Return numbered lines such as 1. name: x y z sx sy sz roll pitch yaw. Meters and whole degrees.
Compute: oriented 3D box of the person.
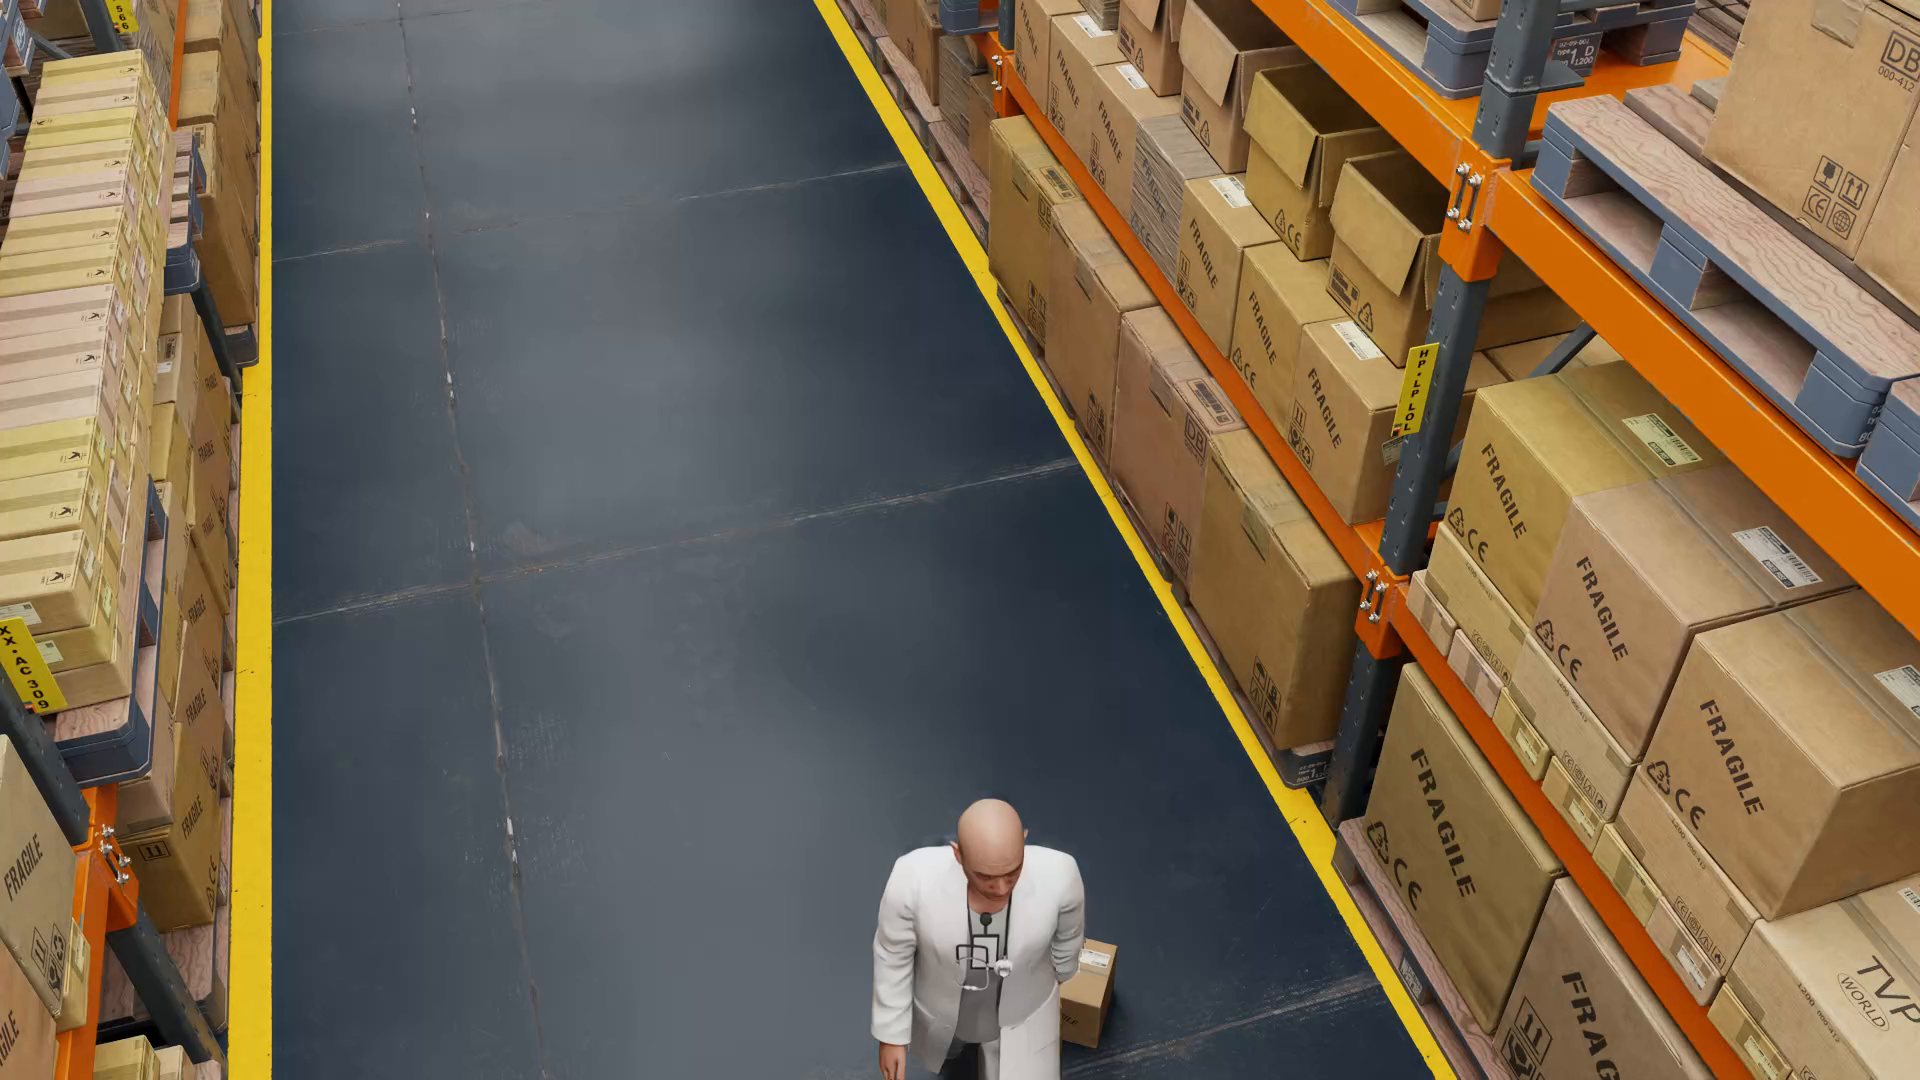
1. person: 0.053 1.265 4.745 0.579 1.729 1.127 3 42 3
